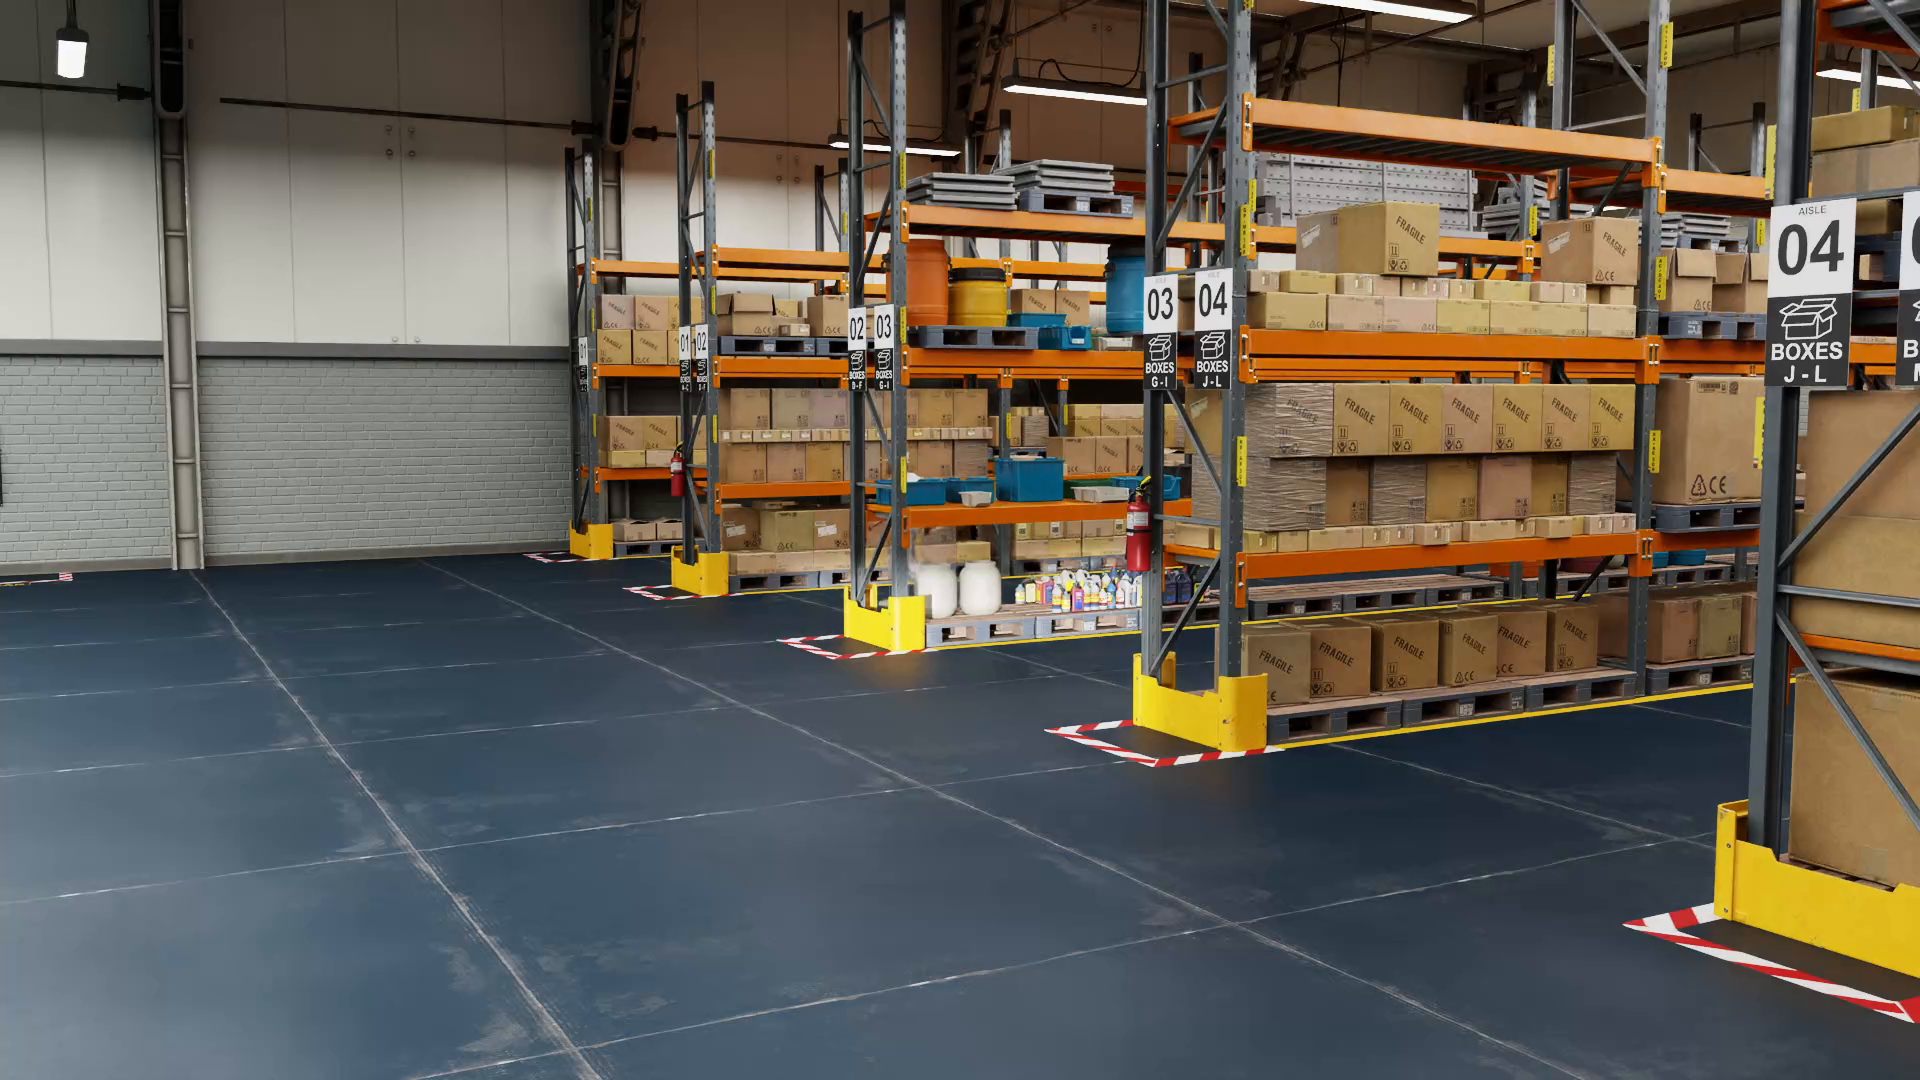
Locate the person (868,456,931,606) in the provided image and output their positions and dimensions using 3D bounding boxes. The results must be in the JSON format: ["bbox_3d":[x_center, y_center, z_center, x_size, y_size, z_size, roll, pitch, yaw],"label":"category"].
[{"bbox_3d":[-0.591,-0.112,18.222,0.840,1.748,0.719,2,5,19],"label":"person"}]
